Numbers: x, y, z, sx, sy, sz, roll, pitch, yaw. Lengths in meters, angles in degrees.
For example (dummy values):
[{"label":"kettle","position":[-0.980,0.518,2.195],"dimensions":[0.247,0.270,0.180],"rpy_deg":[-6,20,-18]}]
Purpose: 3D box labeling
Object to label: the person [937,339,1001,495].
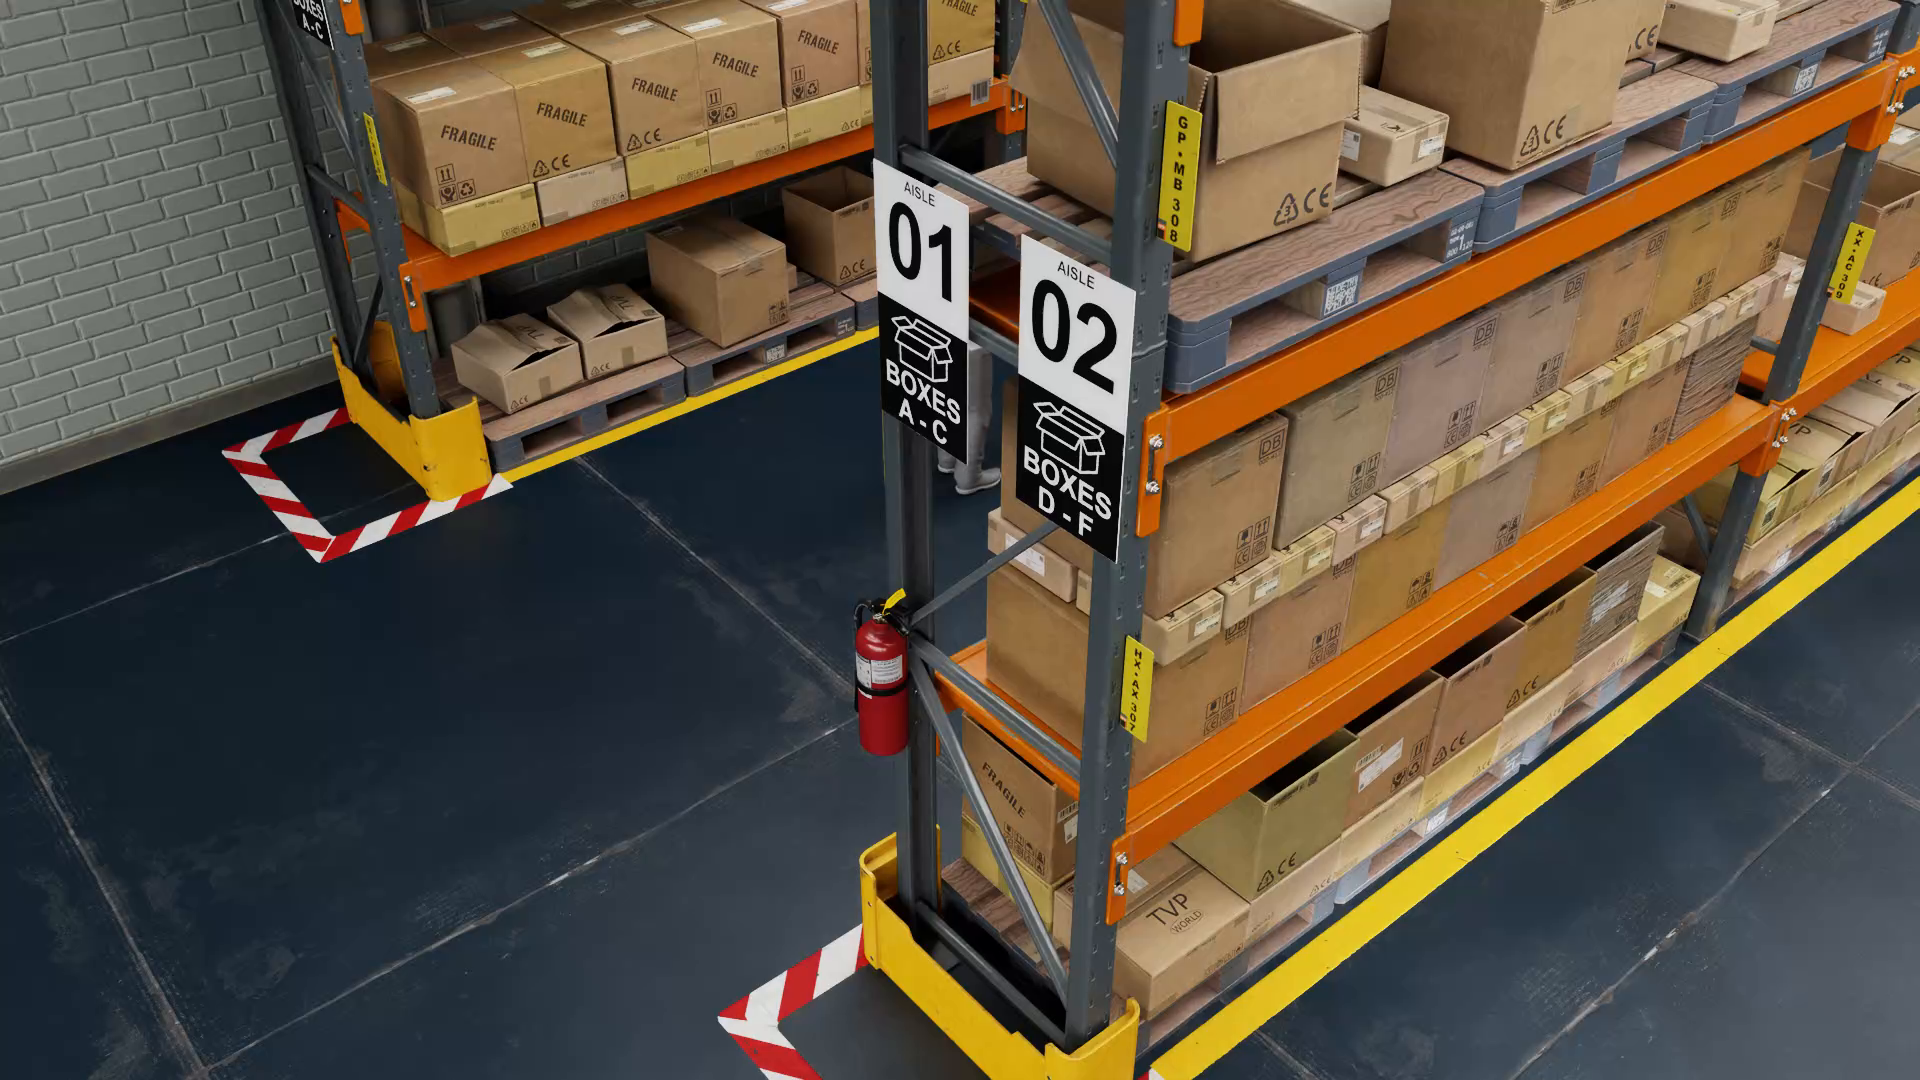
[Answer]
[{"label":"person","position":[0.011,-1.026,8.483],"dimensions":[0.418,1.659,0.527],"rpy_deg":[-28,45,-33]}]
